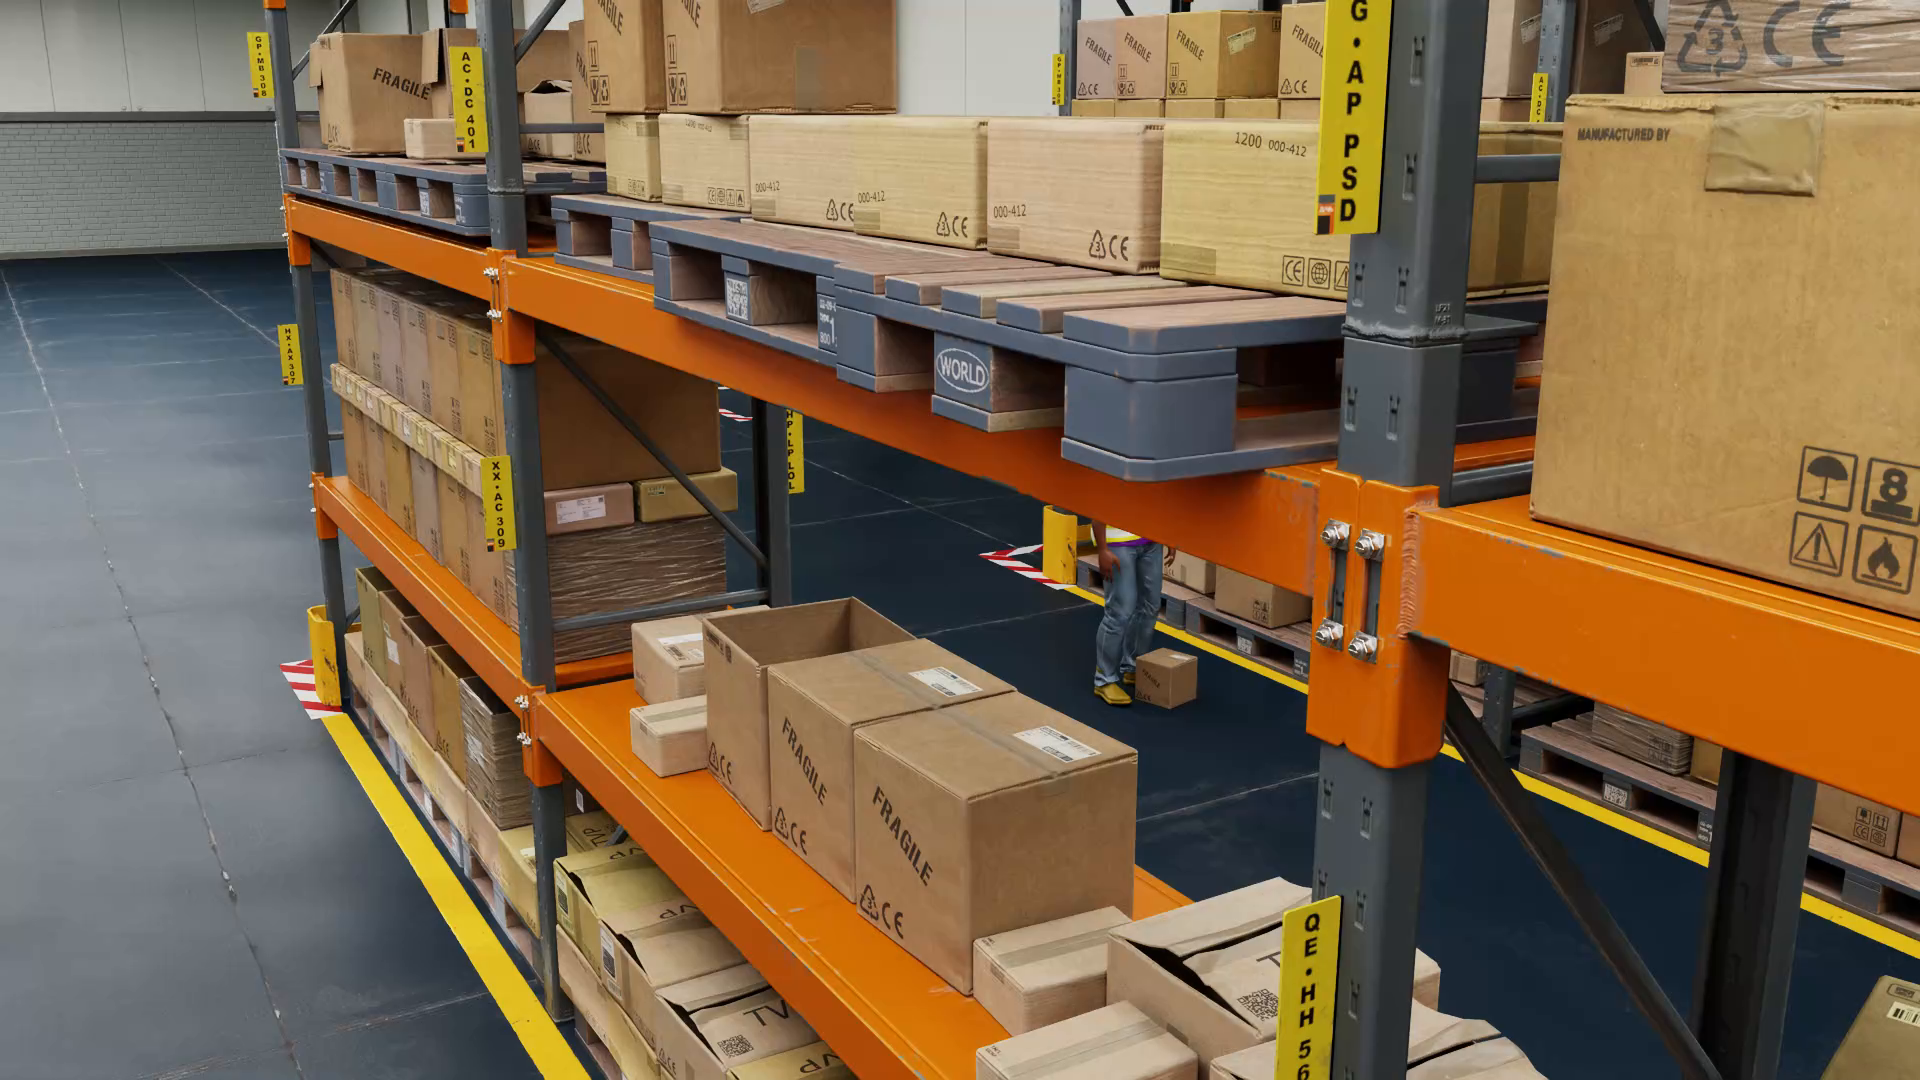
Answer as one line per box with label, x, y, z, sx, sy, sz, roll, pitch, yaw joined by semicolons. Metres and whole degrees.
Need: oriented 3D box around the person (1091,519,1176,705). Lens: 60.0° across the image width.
person;0.987;0.021;9.395;0.628;1.761;0.456;-14;20;-42
